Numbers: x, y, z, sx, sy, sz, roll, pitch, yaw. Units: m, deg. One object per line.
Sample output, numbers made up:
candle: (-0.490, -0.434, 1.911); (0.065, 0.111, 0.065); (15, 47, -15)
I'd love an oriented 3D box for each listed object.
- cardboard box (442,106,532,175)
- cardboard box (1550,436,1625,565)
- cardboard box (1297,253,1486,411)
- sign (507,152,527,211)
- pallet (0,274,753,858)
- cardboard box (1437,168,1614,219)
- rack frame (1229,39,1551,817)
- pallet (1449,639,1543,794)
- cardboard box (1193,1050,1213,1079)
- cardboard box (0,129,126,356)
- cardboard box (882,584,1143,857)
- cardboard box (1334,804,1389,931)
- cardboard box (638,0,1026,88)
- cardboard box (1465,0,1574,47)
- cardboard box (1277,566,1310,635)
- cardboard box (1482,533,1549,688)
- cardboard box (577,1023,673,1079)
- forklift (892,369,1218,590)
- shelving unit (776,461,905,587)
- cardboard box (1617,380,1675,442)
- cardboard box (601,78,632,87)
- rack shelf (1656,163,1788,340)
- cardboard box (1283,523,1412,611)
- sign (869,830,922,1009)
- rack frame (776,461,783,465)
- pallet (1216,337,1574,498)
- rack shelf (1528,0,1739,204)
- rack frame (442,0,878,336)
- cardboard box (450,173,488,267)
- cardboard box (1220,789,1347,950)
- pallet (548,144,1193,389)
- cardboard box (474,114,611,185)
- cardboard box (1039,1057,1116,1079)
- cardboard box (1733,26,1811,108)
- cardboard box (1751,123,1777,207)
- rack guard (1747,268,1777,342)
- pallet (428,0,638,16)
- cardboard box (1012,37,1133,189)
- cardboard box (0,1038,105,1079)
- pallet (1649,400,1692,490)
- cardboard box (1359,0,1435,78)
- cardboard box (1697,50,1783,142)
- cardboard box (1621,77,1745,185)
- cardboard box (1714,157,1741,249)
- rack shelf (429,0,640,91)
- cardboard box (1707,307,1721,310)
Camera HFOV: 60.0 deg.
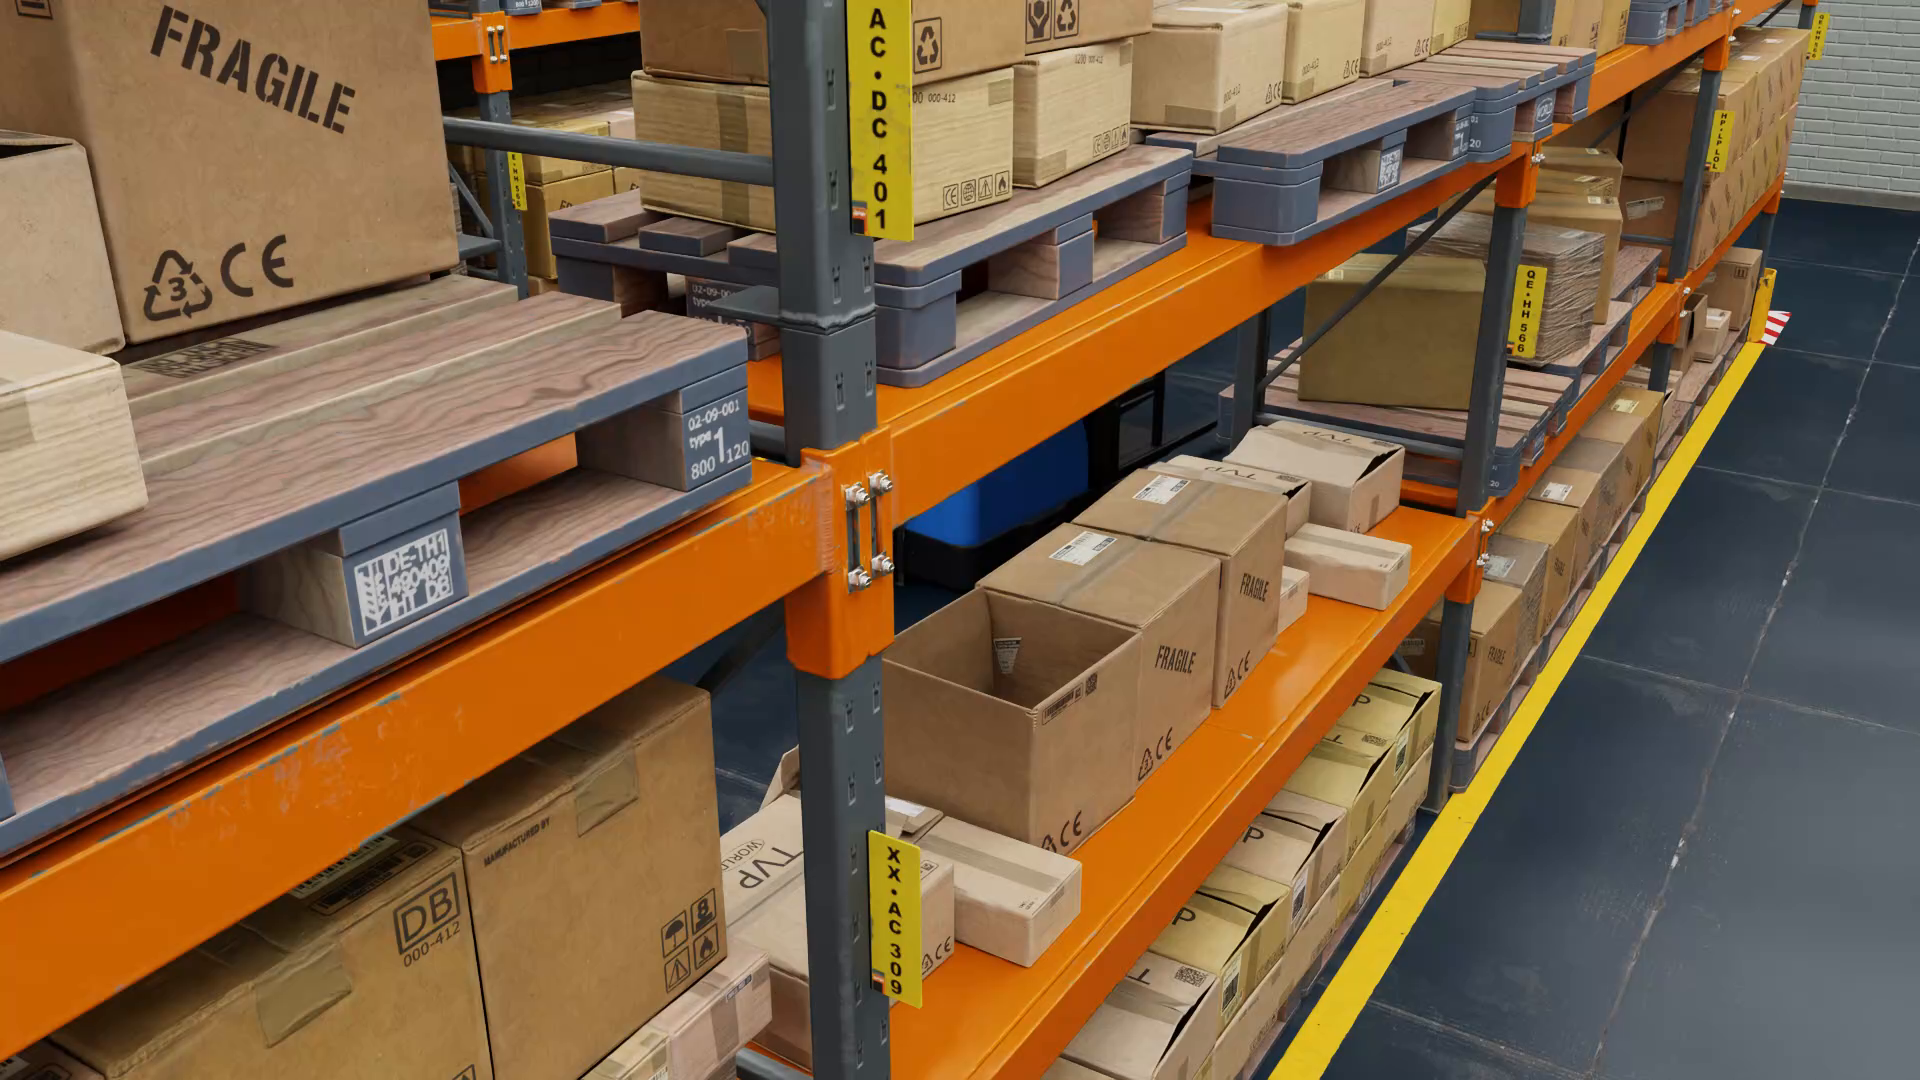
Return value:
cardboard box: (-2.662, -2.171, 9.019); (0.500, 0.250, 0.500); (15, 27, 30)
cardboard box: (3.090, -0.235, 8.609); (0.500, 0.500, 0.500); (14, 27, 30)
cardboard box: (1.766, -0.865, 6.819); (0.700, 0.500, 0.500); (5, 24, 11)
sign: (-2.215, -1.812, 8.302); (0.100, 0.325, 0.005); (14, 27, 29)
pallet: (-1.008, -0.083, 2.002); (1.003, 0.211, 1.213); (14, 27, 29)
cardboard box: (2.891, -1.621, 8.564); (0.700, 0.500, 0.500); (19, 30, 37)
rack frame: (1.529, -0.391, 6.377); (1.000, 3.000, 0.127); (14, 27, 29)
pallet: (1.955, 0.645, 7.495); (1.003, 0.211, 1.213); (14, 27, 29)
cardboard box: (0.384, 1.597, 4.719); (0.500, 0.250, 0.500); (13, 27, 27)
cardboard box: (-1.355, -0.336, 1.883); (0.500, 0.311, 0.500); (12, 26, 26)
cardboard box: (0.116, 0.480, 4.240); (0.500, 0.500, 0.500); (16, 28, 33)
cardboard box: (1.190, 1.082, 5.908); (0.500, 0.250, 0.500); (14, 27, 28)
cardboard box: (-0.222, -1.085, 2.921); (0.500, 0.500, 0.500); (14, 27, 30)
cardboard box: (1.731, -1.967, 6.117); (0.910, 0.500, 0.500); (14, 27, 29)
cardboard box: (0.905, 0.167, 5.405); (0.380, 0.149, 0.250); (16, 28, 33)
cardboard box: (2.284, 0.283, 7.413); (0.500, 0.500, 0.500); (13, 27, 27)
cardboard box: (-0.674, 0.836, 2.602); (0.380, 0.149, 0.250); (13, 27, 28)
forklift: (0.586, -1.603, 9.264); (1.130, 2.935, 3.031); (18, 29, 35)
shelving unit: (-0.600, -0.693, 8.208); (0.431, 2.100, 0.503); (18, 29, 35)
cardboard box: (4.045, -0.805, 10.165); (0.500, 0.311, 0.500); (14, 27, 29)
cardboard box: (-1.844, -2.689, 10.217); (0.500, 0.250, 0.500); (13, 27, 28)
rack shelf: (4.694, -2.086, 11.197); (1.077, 0.370, 4.000); (14, 27, 29)
cardboard box: (1.290, 0.086, 5.592); (0.380, 0.149, 0.250); (14, 27, 29)
sign: (-0.108, 0.642, 2.803); (0.100, 0.325, 0.005); (14, 27, 29)
rack frame: (-0.753, -0.617, 8.033); (0.400, 2.100, 0.015); (18, 29, 35)
pallet: (1.827, -0.546, 6.977); (1.213, 0.211, 1.003); (14, 27, 29)
rack shelf: (2.584, -2.112, 7.483); (1.077, 0.370, 4.000); (14, 27, 29)
rack frame: (-0.580, -1.794, 2.066); (1.000, 3.000, 0.127); (14, 27, 29)
cardboard box: (-2.656, -1.834, 9.185); (0.500, 0.500, 0.500); (14, 27, 29)
cardboard box: (0.925, 0.996, 5.400); (0.500, 0.311, 0.500); (14, 27, 29)
pallet: (-0.126, -0.630, 3.394); (0.805, 0.209, 1.217); (13, 26, 27)
cardboard box: (-2.207, -2.072, 8.791); (0.500, 0.250, 0.500); (15, 27, 30)
cardboard box: (0.118, 1.516, 4.199); (0.500, 0.311, 0.500); (14, 27, 28)
cardboard box: (5.748, -3.388, 11.915); (0.500, 0.500, 0.500); (14, 27, 29)
cardboard box: (5.206, -2.585, 11.321); (0.500, 0.500, 0.500); (14, 27, 29)
rack guard: (5.709, -1.918, 13.051); (1.175, 0.500, 0.348); (14, 27, 29)
pallet: (-2.386, -2.946, 8.741); (1.213, 0.211, 1.003); (15, 28, 31)
cardboard box: (0.040, -0.933, 3.514); (0.500, 0.250, 0.500); (11, 26, 24)
cardboard box: (-1.339, 0.809, 1.847); (0.700, 0.500, 0.500); (14, 27, 29)
pallet: (4.003, -0.693, 10.584); (1.003, 0.211, 1.213); (14, 27, 29)
cardboard box: (1.077, -1.545, 4.929); (0.500, 0.250, 0.500); (15, 27, 30)
cardboard box: (4.942, -2.868, 10.714); (0.500, 0.500, 0.500); (15, 27, 31)
cardboard box: (4.127, -2.346, 9.508); (0.500, 0.500, 0.500); (15, 27, 30)
cardboard box: (4.407, -2.075, 10.142); (0.500, 0.500, 0.500); (14, 27, 30)
rack shelf: (-1.626, -3.149, 9.878); (1.077, 0.370, 4.000); (14, 27, 29)
cardboard box: (5.382, -1.639, 12.274); (0.380, 0.166, 0.250); (14, 27, 29)
